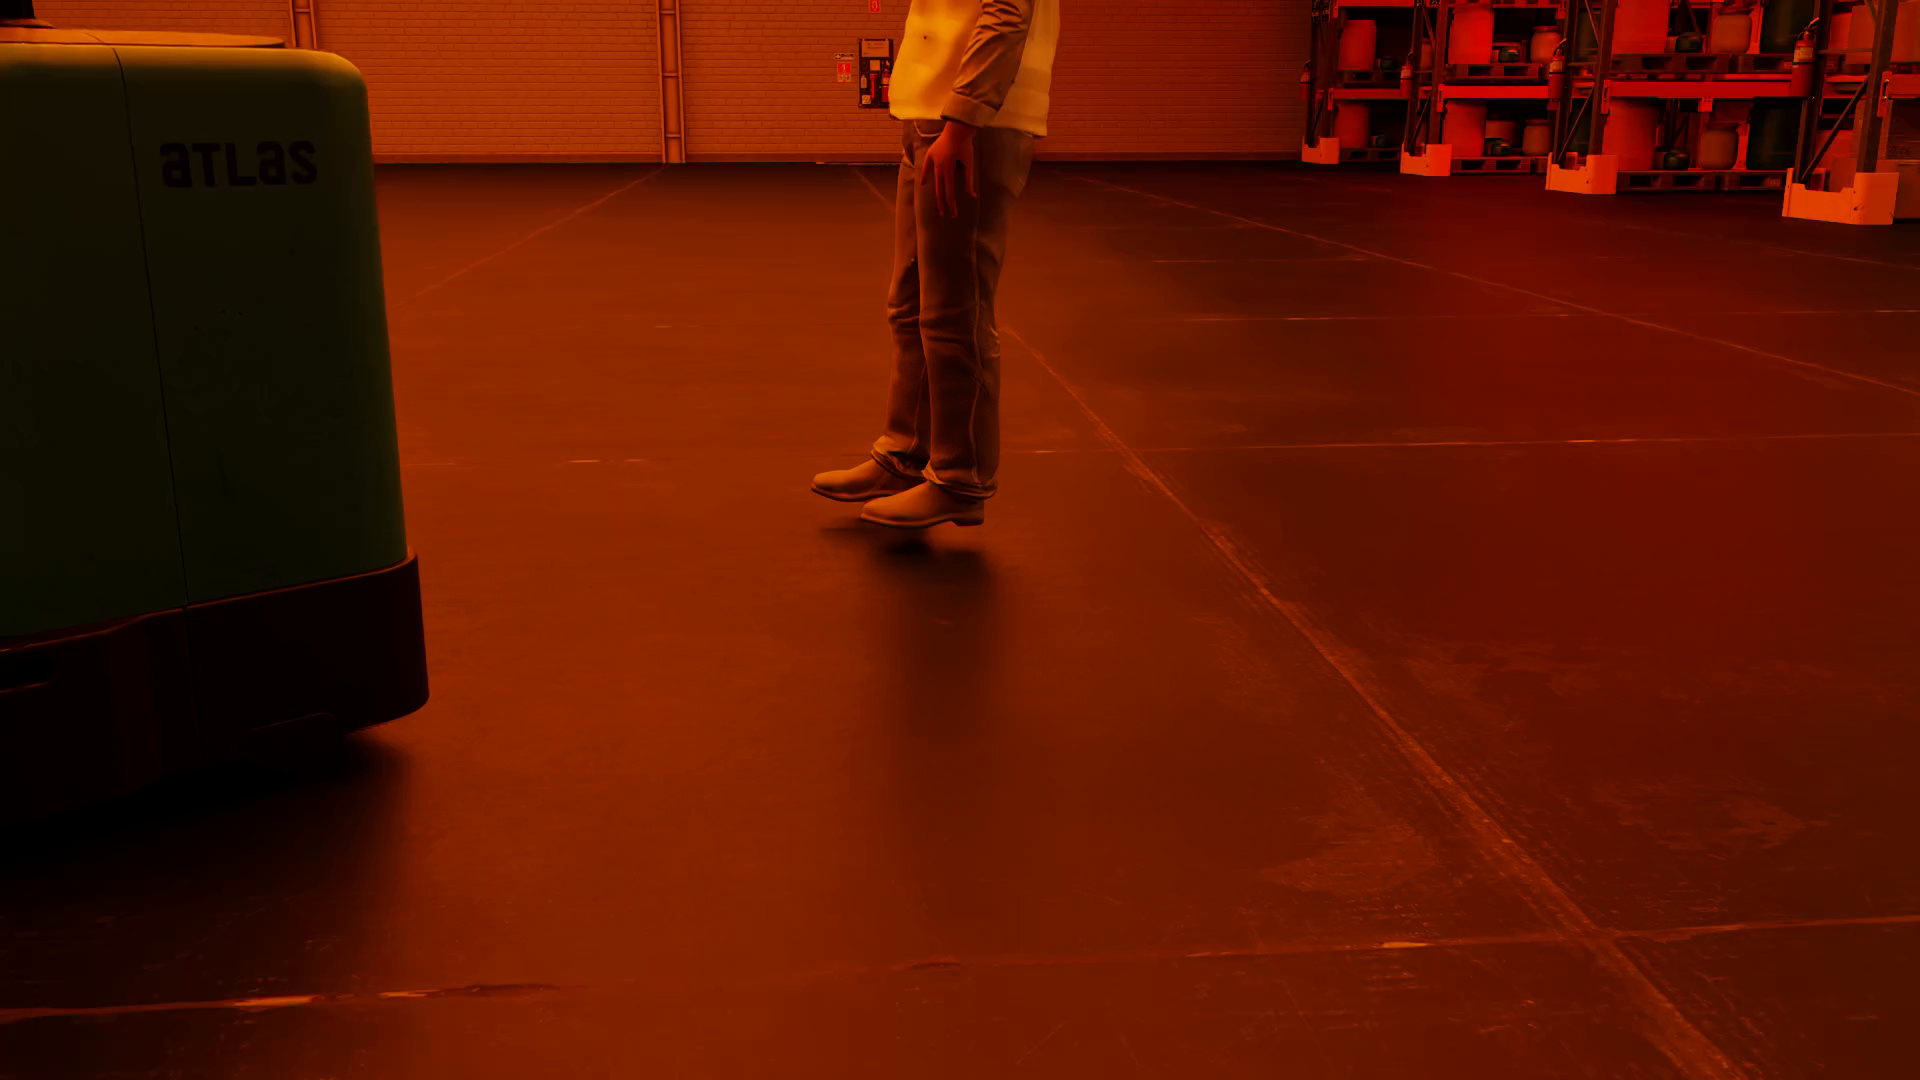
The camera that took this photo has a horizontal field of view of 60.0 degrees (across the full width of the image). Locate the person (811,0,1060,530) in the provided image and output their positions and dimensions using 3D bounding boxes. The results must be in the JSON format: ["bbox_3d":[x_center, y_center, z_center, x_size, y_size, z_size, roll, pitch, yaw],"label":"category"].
[{"bbox_3d":[-0.063,-0.905,3.699,0.566,1.775,0.633,-1,15,-5],"label":"person"}]

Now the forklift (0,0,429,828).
[{"bbox_3d":[-2.289,-0.928,1.698,3.031,2.935,1.130,-13,19,-40],"label":"forklift"}]
